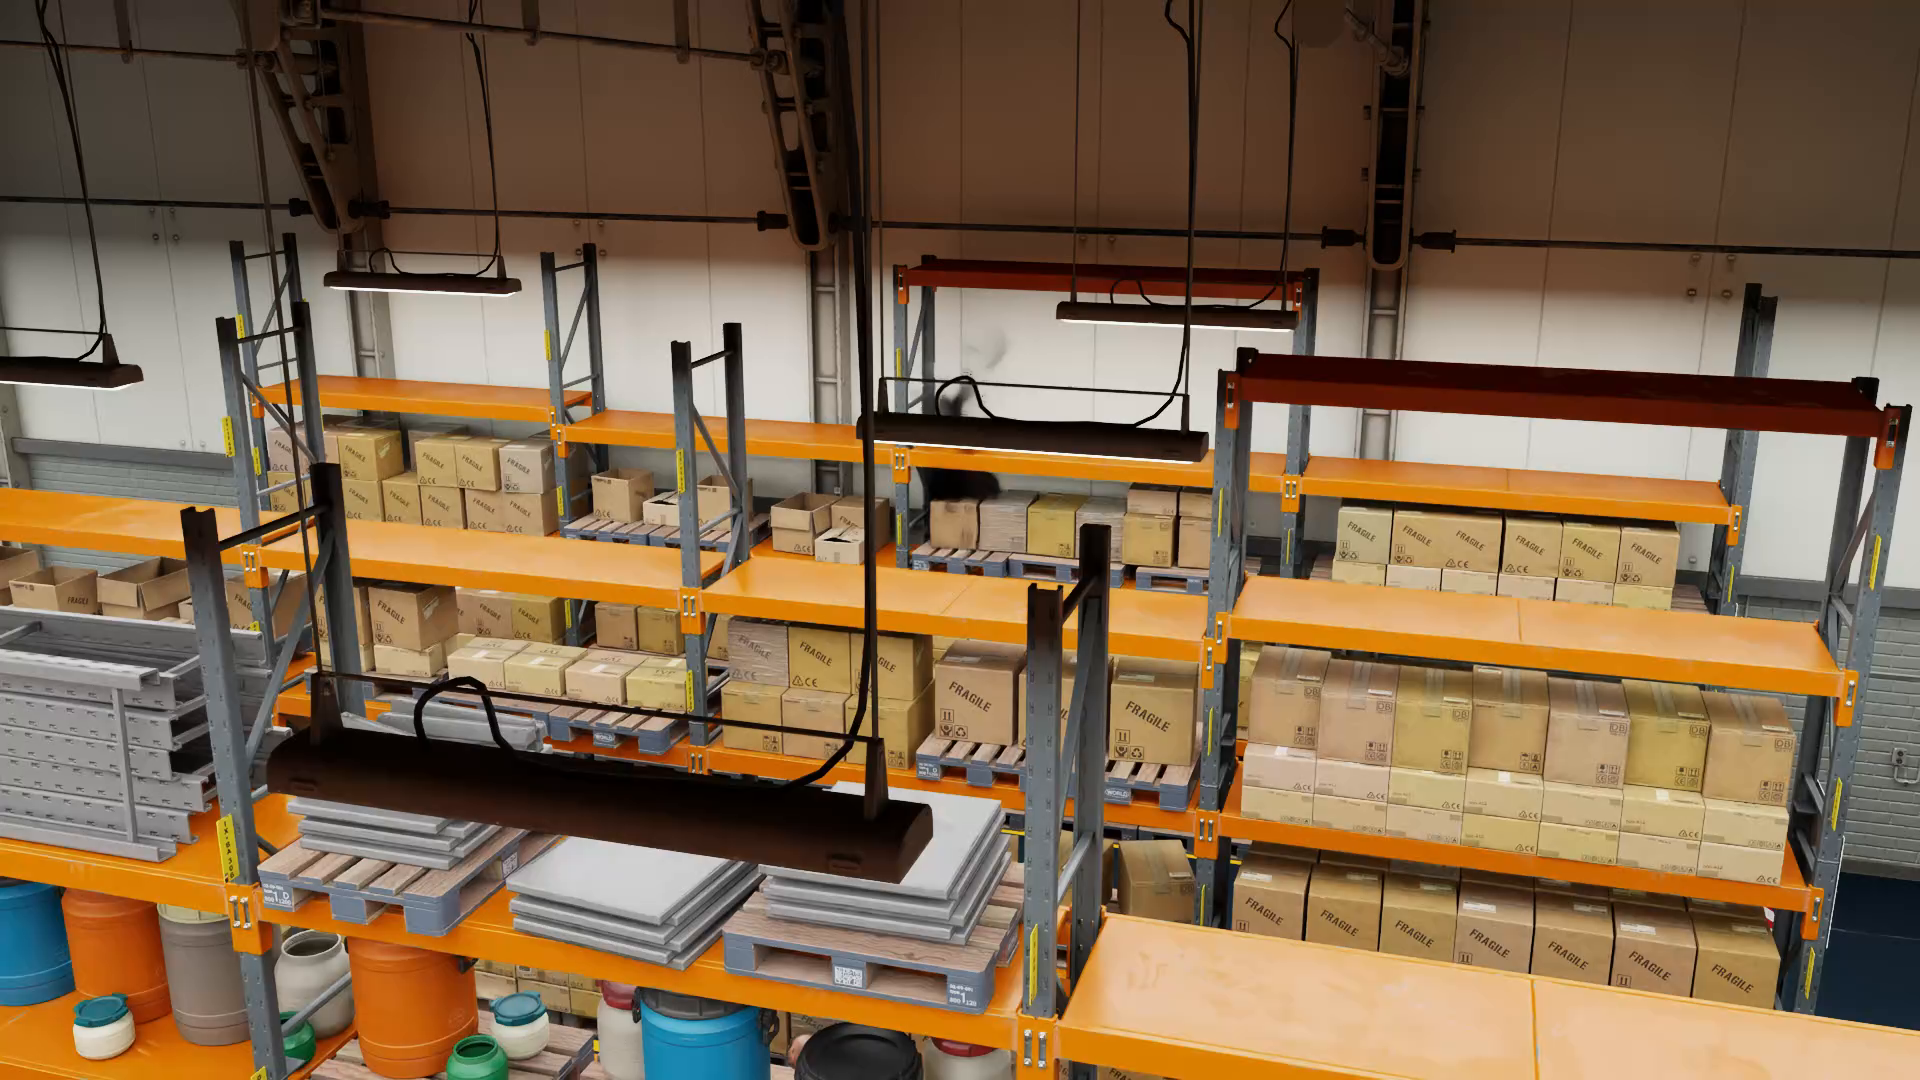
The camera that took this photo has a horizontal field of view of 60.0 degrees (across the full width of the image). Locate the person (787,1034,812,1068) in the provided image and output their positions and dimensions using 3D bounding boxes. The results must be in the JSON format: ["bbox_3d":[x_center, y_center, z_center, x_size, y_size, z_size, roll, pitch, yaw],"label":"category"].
[{"bbox_3d":[-0.993,4.150,11.292,0.803,1.755,0.604,3,16,12],"label":"person"}]
